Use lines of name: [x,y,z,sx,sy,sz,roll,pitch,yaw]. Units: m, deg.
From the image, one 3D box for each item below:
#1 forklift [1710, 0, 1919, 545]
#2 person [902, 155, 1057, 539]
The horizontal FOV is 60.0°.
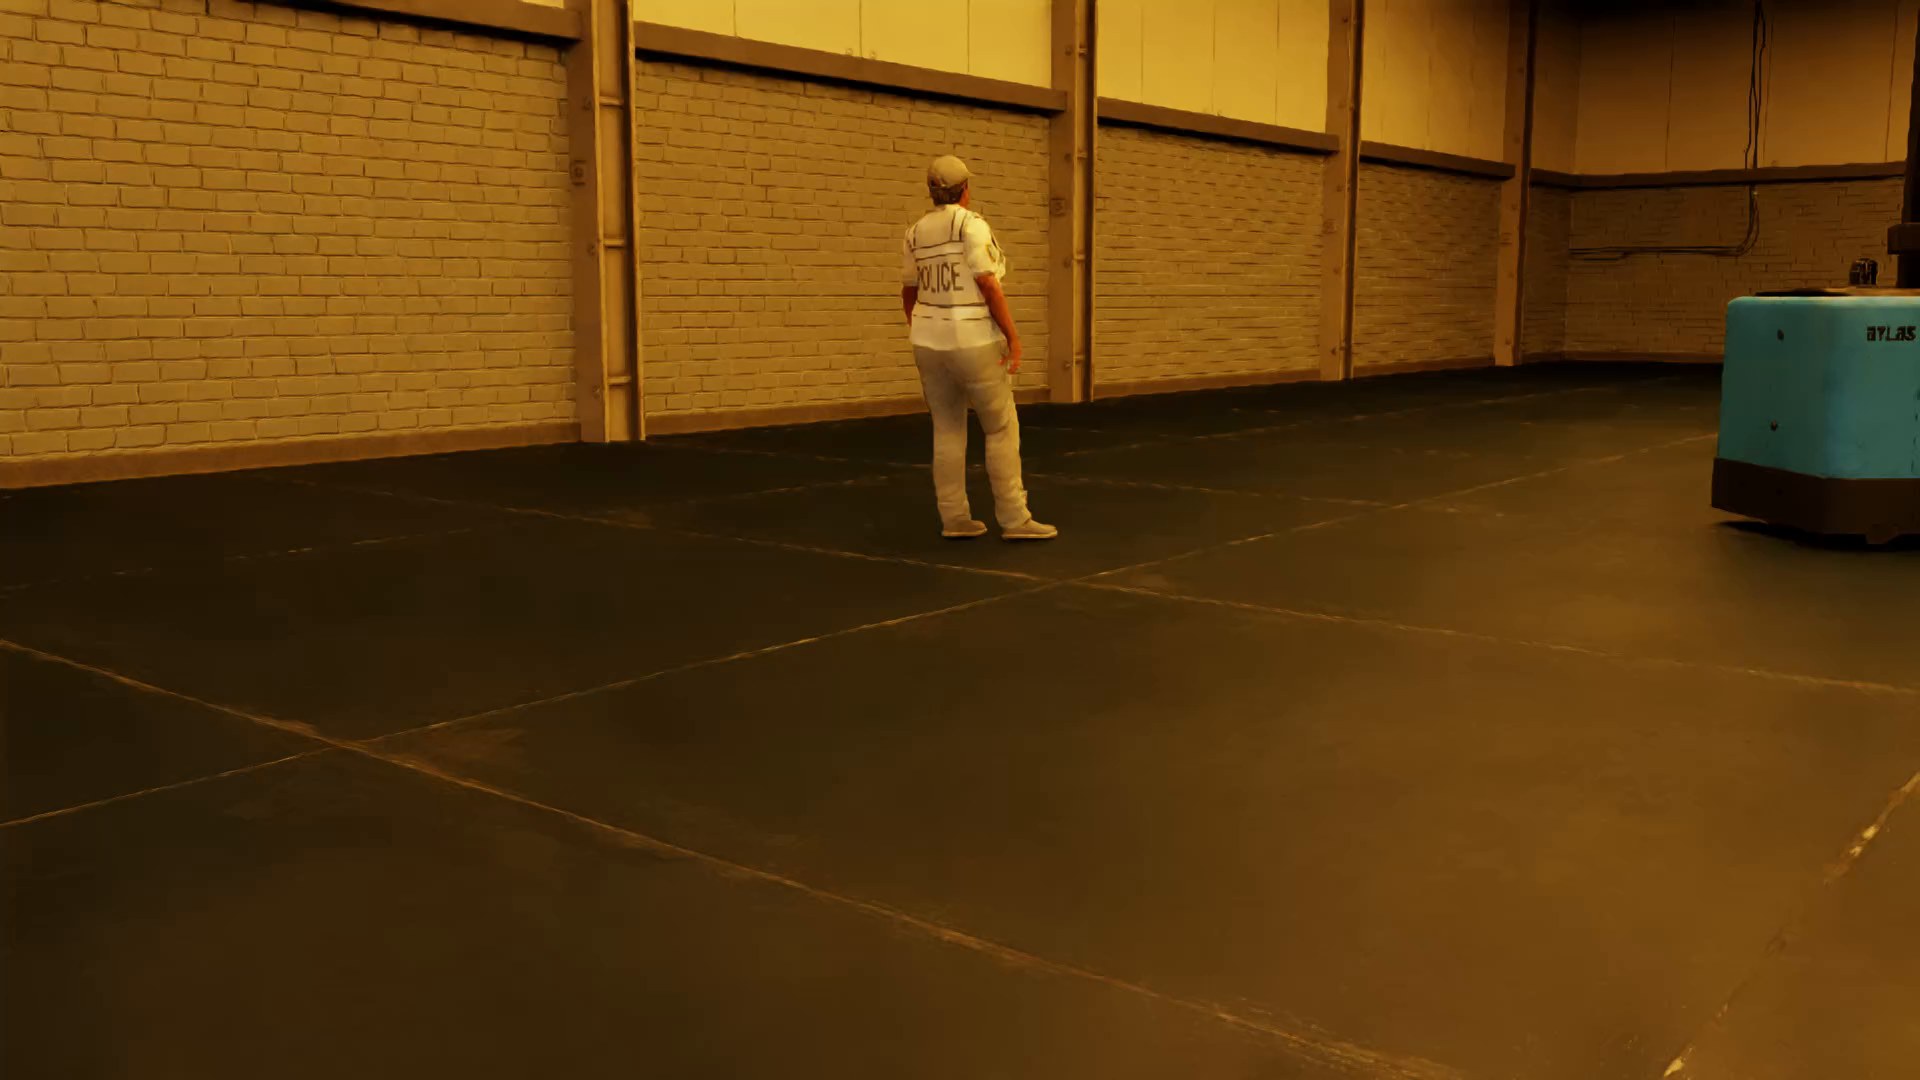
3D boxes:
forklift: [5.146,-1.486,7.437,3.031,2.935,1.130,0,8,-3]
person: [0.066,-0.838,7.328,0.598,1.669,0.529,7,11,38]
